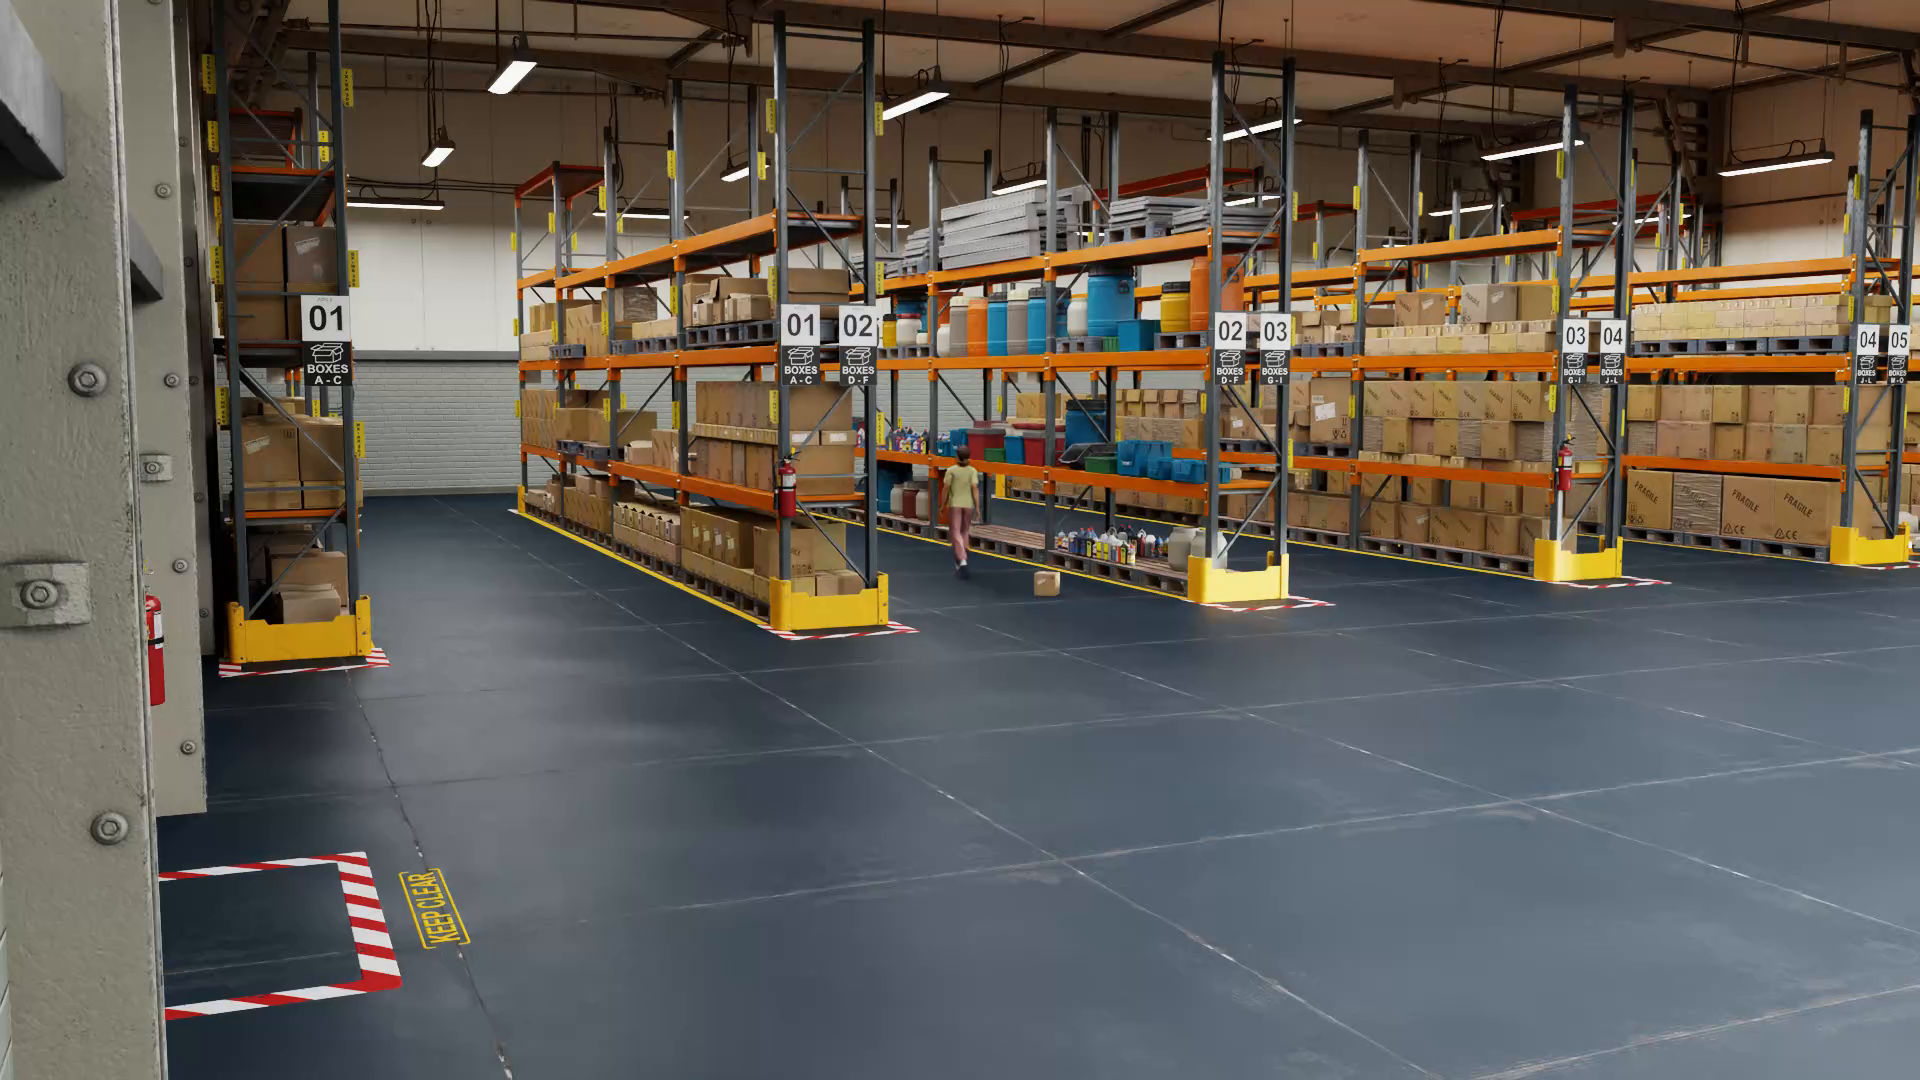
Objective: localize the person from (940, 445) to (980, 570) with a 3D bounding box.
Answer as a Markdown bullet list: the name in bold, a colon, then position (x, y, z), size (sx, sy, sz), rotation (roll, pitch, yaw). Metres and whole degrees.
- **person**: position (-0.008, -0.397, 21.173), size (0.460, 1.618, 0.999), rotation (-1, 6, -13)
